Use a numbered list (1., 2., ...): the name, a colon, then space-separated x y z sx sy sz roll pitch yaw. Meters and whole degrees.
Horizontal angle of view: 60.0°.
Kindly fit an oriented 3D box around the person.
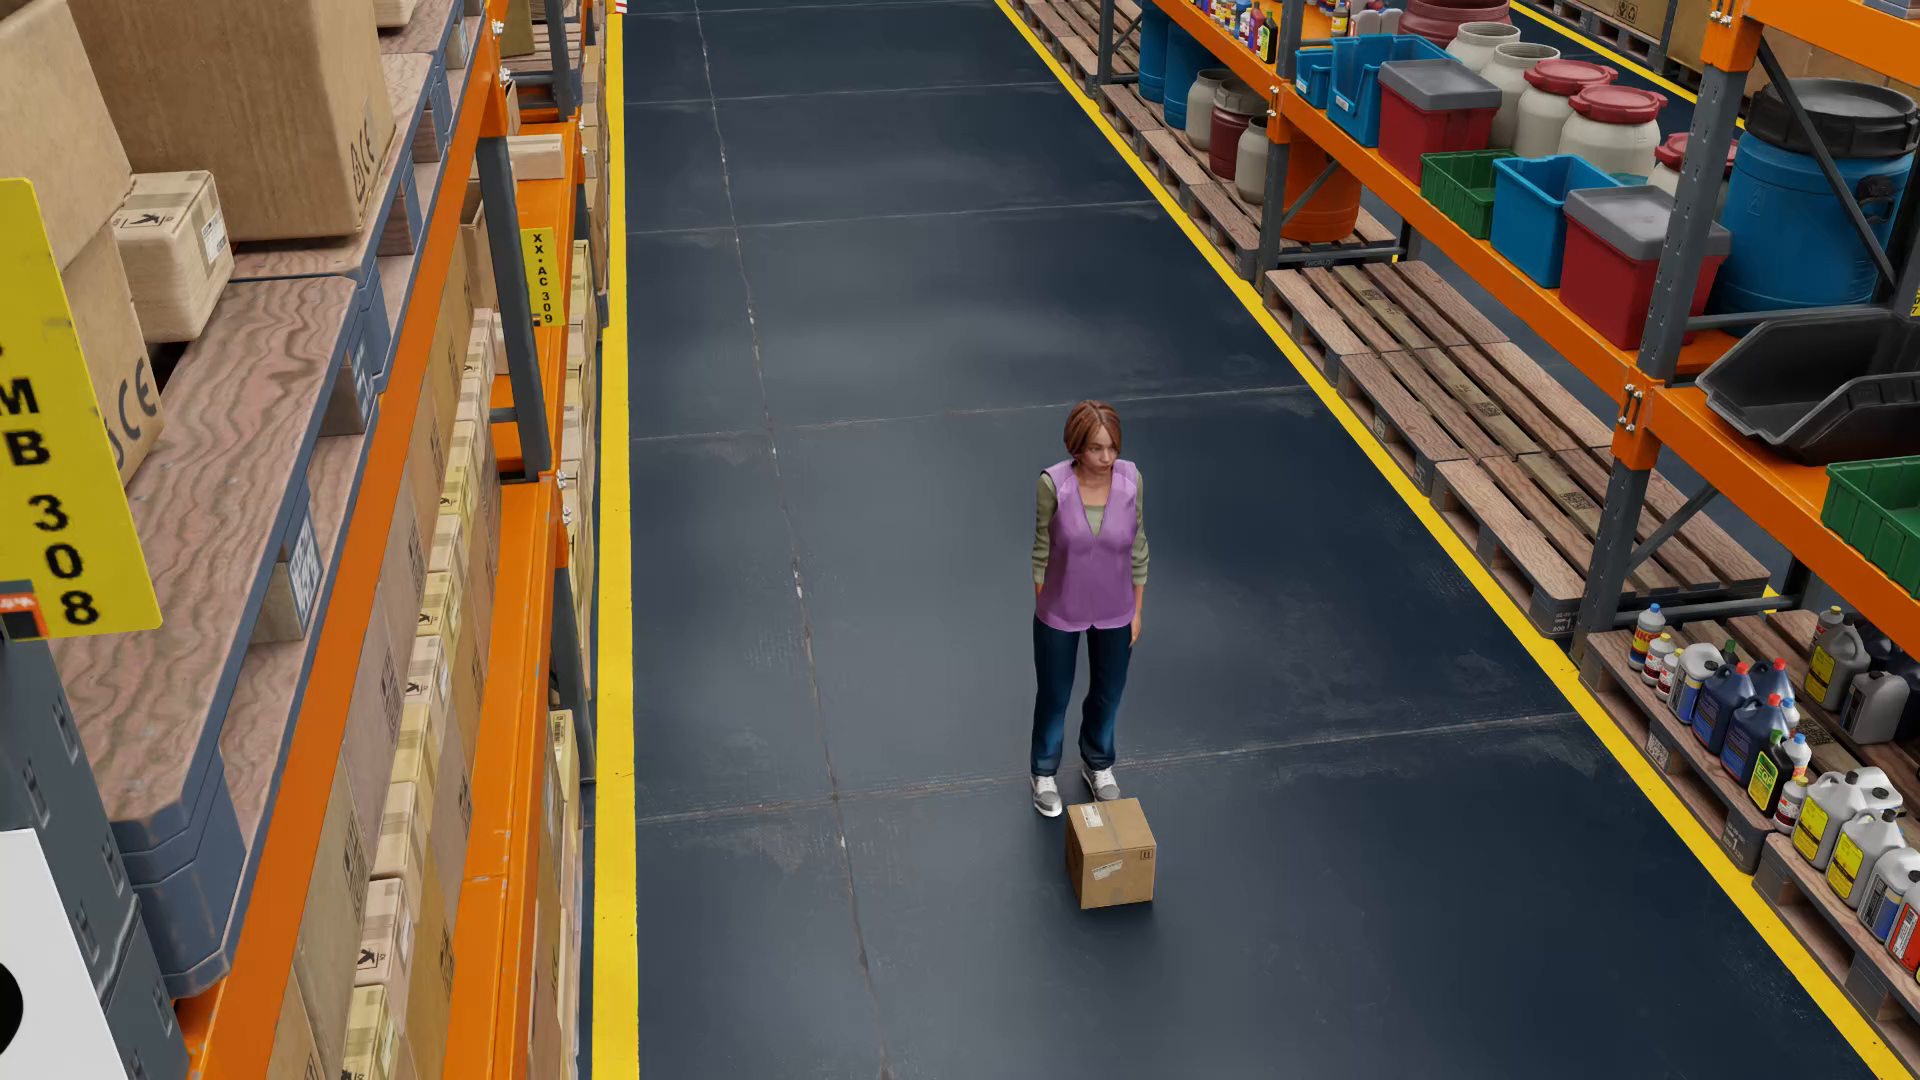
1. person: 0.443 0.250 5.730 0.404 1.597 0.308 -5 31 -8
